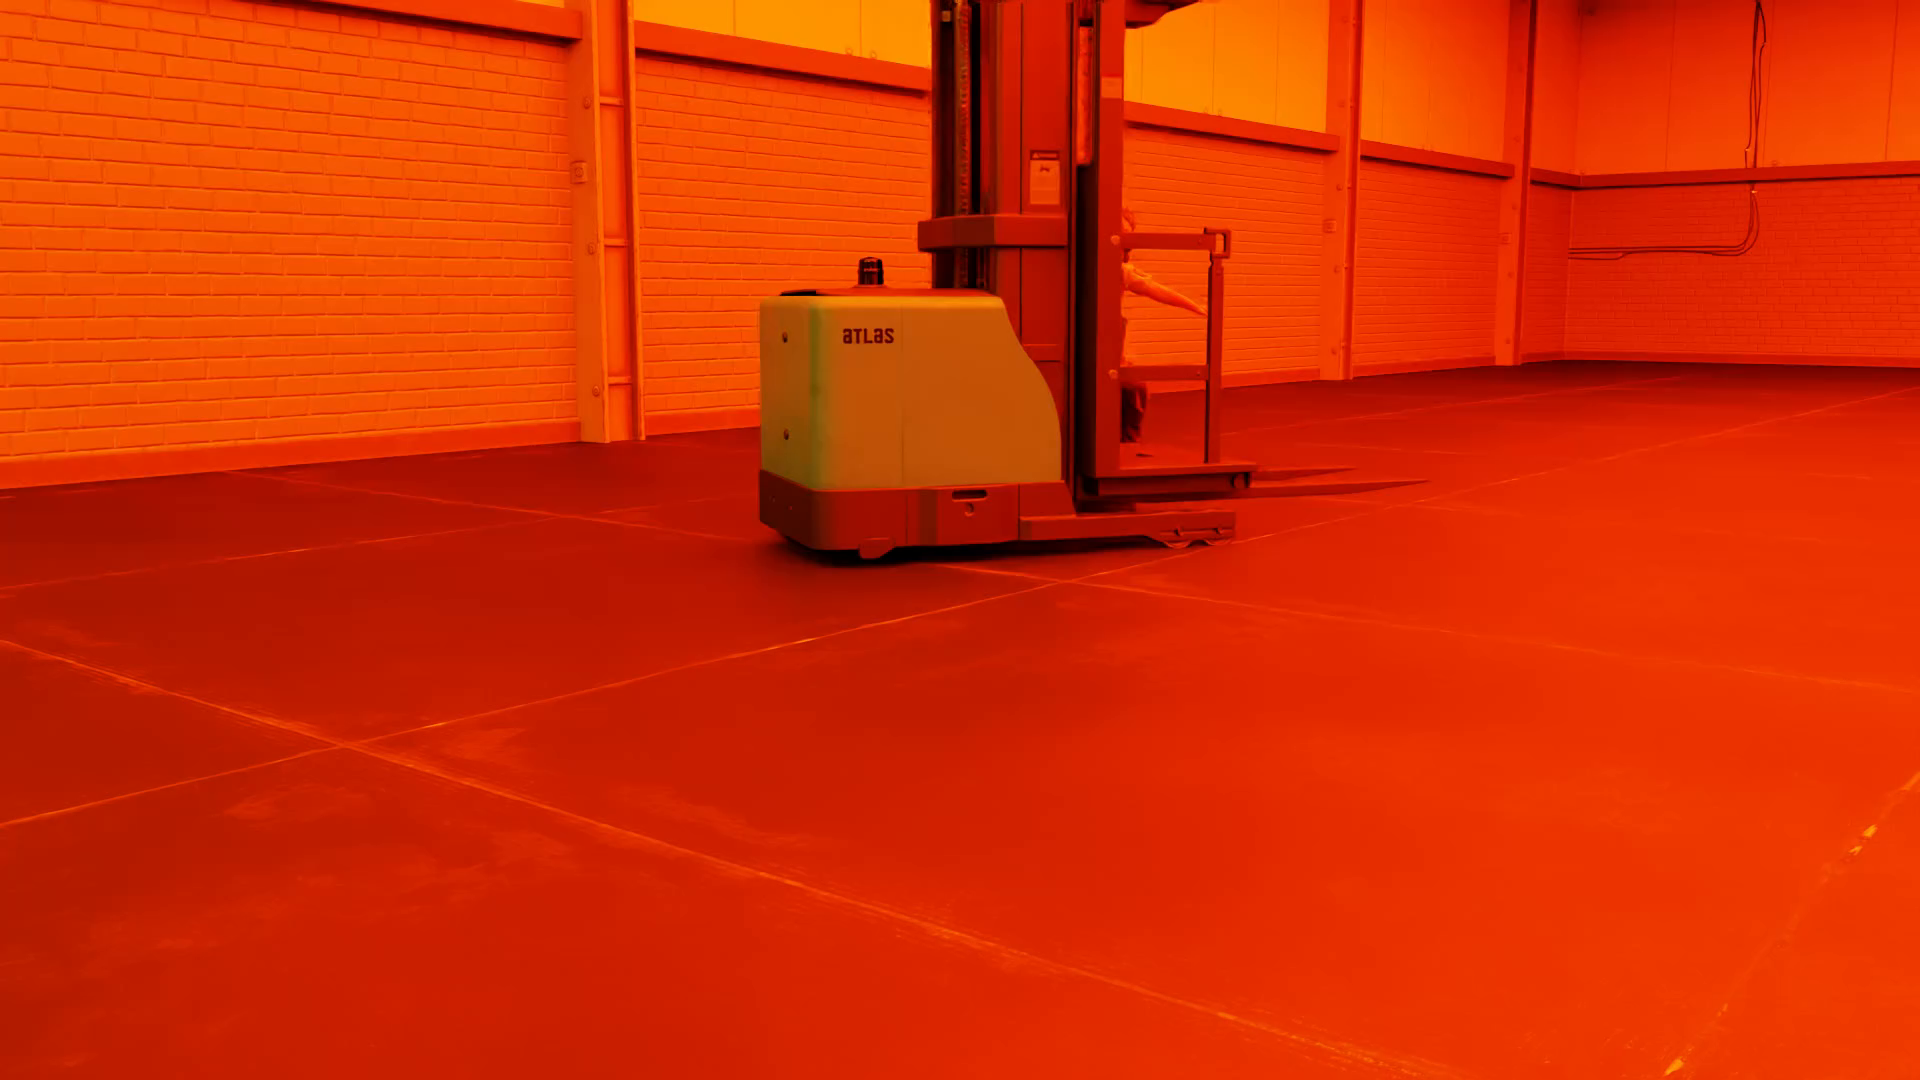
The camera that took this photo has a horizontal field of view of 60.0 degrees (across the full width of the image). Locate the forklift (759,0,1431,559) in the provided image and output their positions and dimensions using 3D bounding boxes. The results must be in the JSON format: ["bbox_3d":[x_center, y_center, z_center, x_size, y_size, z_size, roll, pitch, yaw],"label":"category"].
[{"bbox_3d":[0.671,-1.479,7.391,3.031,2.935,1.130,-3,9,-20],"label":"forklift"}]

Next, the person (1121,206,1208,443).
[{"bbox_3d":[0.829,-0.982,8.518,1.066,1.439,0.836,0,8,-3],"label":"person"}]
